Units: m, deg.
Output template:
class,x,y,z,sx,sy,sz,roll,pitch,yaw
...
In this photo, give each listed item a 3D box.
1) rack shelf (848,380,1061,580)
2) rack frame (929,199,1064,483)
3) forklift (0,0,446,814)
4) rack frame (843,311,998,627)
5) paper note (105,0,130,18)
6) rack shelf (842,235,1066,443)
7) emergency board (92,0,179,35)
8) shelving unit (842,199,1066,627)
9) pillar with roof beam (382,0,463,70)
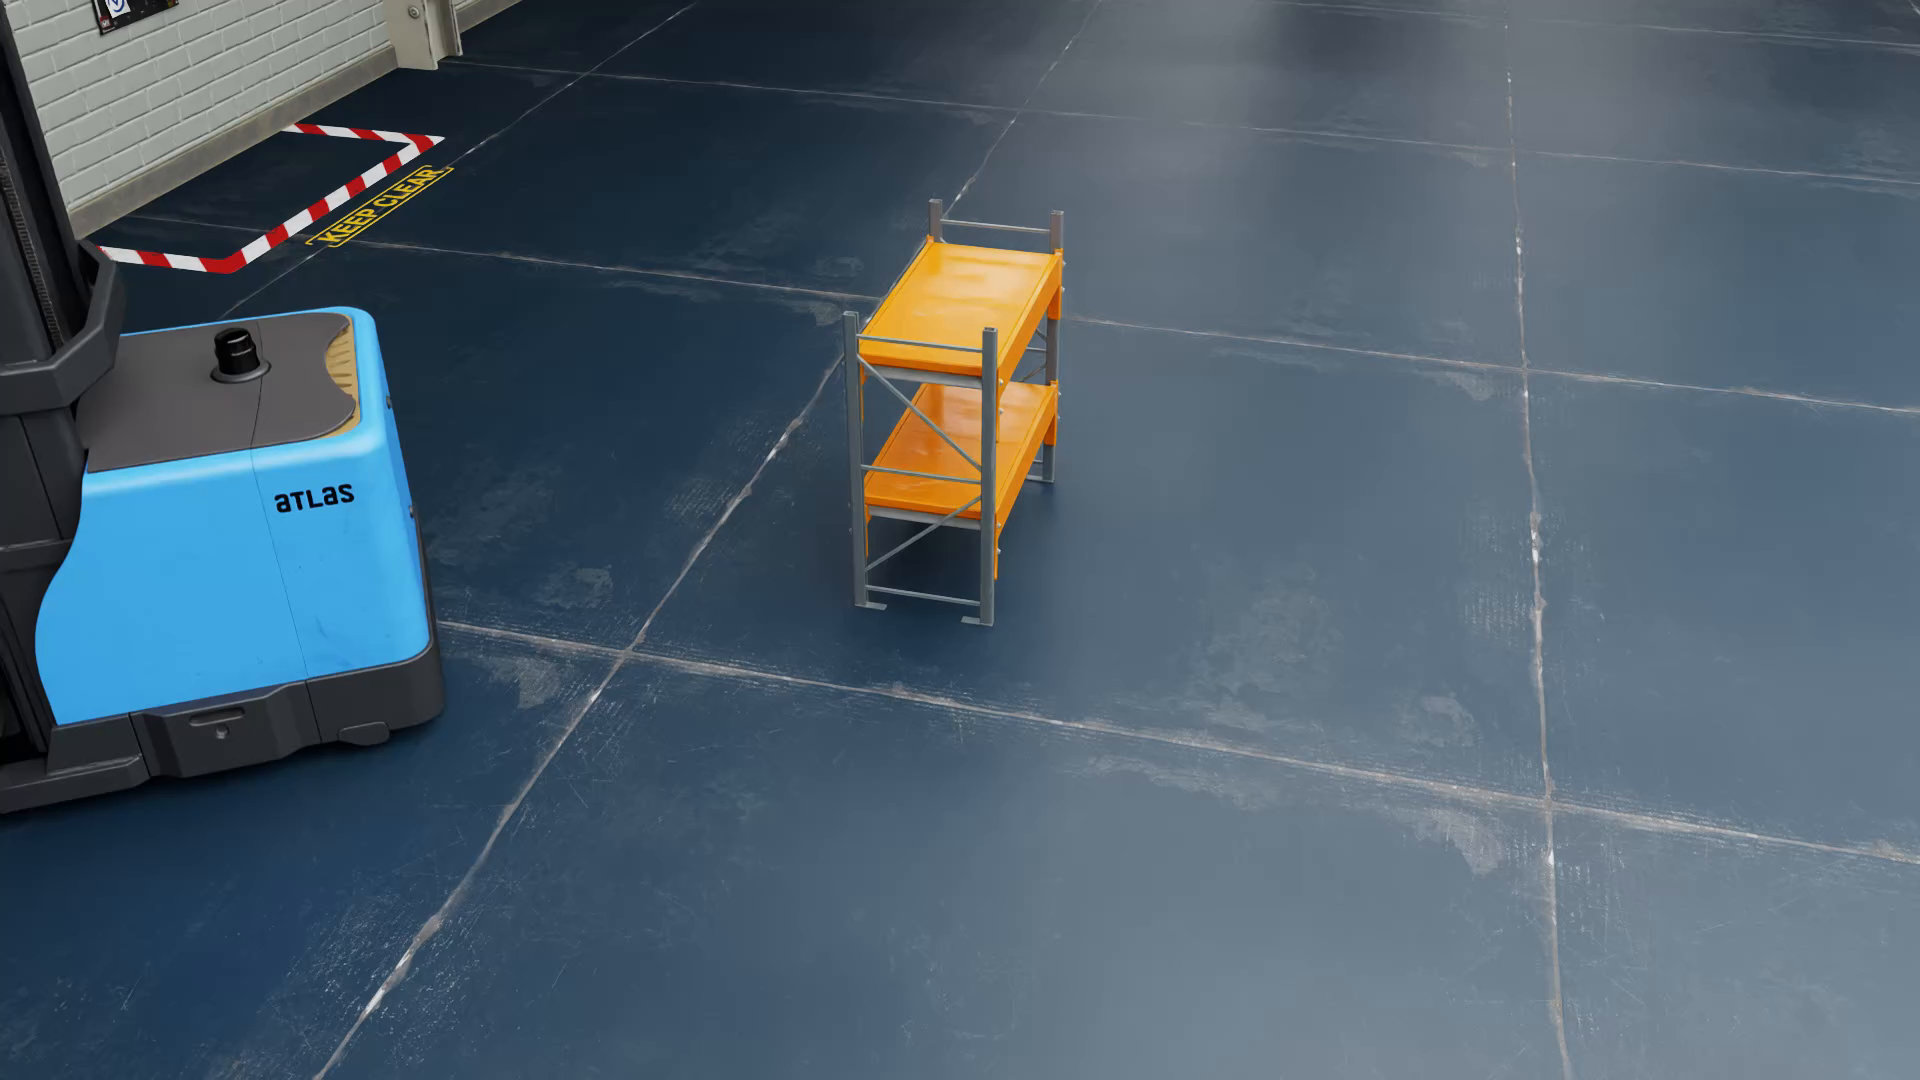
class,x,y,z,sx,sy,sz,roll,pitch,yaw
rack shelf,0.002,-0.272,6.085,0.538,0.278,1.000,8,33,12
rack frame,0.131,-0.742,6.369,0.500,1.125,0.032,8,33,12
forklift,-3.212,-0.617,4.488,3.031,2.935,1.130,-10,34,-16
rack frame,-0.127,-0.214,5.539,0.500,1.125,0.032,8,33,12
paper note,-4.431,-2.836,8.737,0.016,0.148,0.142,8,33,12
rack shelf,0.002,-0.725,5.797,0.538,0.278,1.000,8,33,12
emergency board,-4.320,-3.291,8.630,0.194,1.169,0.643,8,33,12
shelving unit,0.002,-0.478,5.954,0.538,1.125,1.048,8,33,12
pillar with roof beam,0.508,-6.513,8.108,9.100,9.000,0.400,8,33,12
